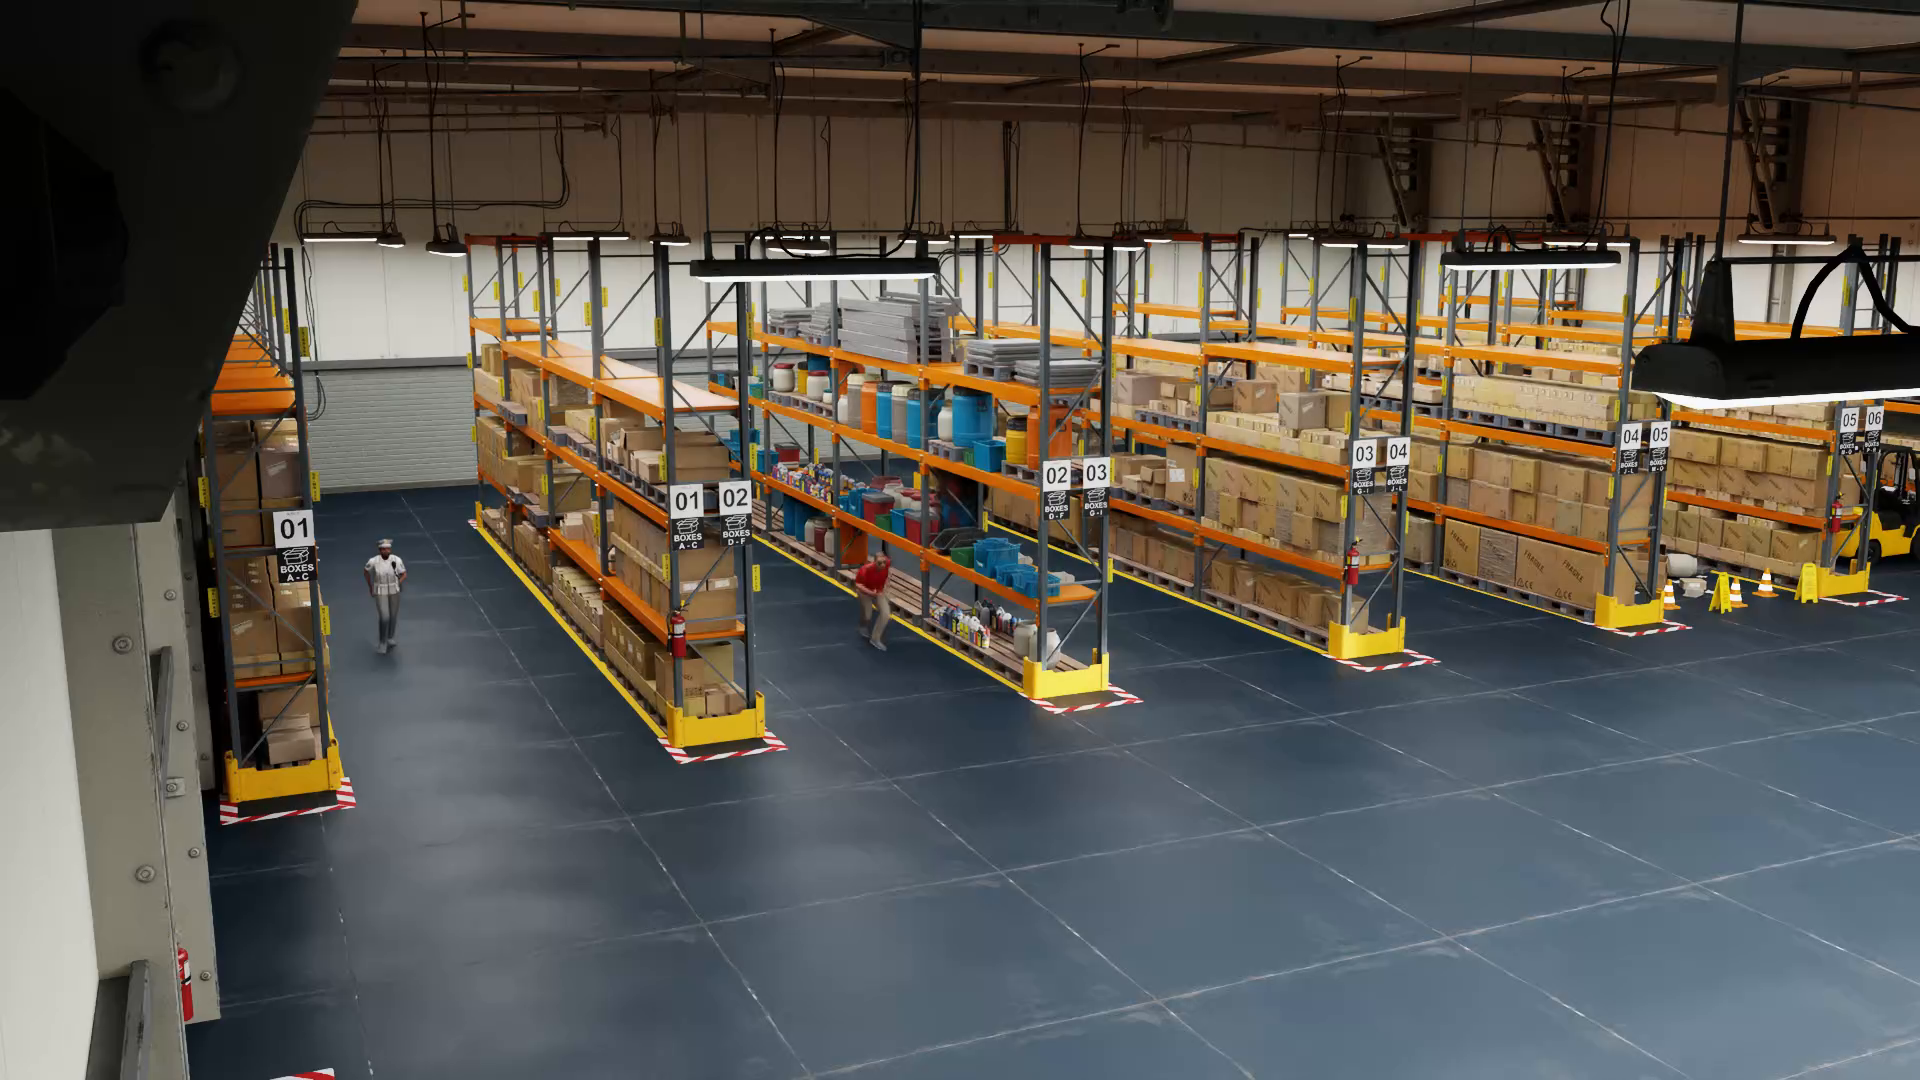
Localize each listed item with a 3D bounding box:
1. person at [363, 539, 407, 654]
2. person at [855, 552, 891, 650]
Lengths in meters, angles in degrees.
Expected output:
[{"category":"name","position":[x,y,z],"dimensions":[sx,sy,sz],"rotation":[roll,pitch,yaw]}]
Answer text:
[{"category":"person","position":[-8.442,0.815,24.539],"dimensions":[0.587,1.730,0.721],"rotation":[-6,12,-28]},{"category":"person","position":[-1.364,0.848,24.920],"dimensions":[0.650,1.526,1.143],"rotation":[-5,12,-25]}]
